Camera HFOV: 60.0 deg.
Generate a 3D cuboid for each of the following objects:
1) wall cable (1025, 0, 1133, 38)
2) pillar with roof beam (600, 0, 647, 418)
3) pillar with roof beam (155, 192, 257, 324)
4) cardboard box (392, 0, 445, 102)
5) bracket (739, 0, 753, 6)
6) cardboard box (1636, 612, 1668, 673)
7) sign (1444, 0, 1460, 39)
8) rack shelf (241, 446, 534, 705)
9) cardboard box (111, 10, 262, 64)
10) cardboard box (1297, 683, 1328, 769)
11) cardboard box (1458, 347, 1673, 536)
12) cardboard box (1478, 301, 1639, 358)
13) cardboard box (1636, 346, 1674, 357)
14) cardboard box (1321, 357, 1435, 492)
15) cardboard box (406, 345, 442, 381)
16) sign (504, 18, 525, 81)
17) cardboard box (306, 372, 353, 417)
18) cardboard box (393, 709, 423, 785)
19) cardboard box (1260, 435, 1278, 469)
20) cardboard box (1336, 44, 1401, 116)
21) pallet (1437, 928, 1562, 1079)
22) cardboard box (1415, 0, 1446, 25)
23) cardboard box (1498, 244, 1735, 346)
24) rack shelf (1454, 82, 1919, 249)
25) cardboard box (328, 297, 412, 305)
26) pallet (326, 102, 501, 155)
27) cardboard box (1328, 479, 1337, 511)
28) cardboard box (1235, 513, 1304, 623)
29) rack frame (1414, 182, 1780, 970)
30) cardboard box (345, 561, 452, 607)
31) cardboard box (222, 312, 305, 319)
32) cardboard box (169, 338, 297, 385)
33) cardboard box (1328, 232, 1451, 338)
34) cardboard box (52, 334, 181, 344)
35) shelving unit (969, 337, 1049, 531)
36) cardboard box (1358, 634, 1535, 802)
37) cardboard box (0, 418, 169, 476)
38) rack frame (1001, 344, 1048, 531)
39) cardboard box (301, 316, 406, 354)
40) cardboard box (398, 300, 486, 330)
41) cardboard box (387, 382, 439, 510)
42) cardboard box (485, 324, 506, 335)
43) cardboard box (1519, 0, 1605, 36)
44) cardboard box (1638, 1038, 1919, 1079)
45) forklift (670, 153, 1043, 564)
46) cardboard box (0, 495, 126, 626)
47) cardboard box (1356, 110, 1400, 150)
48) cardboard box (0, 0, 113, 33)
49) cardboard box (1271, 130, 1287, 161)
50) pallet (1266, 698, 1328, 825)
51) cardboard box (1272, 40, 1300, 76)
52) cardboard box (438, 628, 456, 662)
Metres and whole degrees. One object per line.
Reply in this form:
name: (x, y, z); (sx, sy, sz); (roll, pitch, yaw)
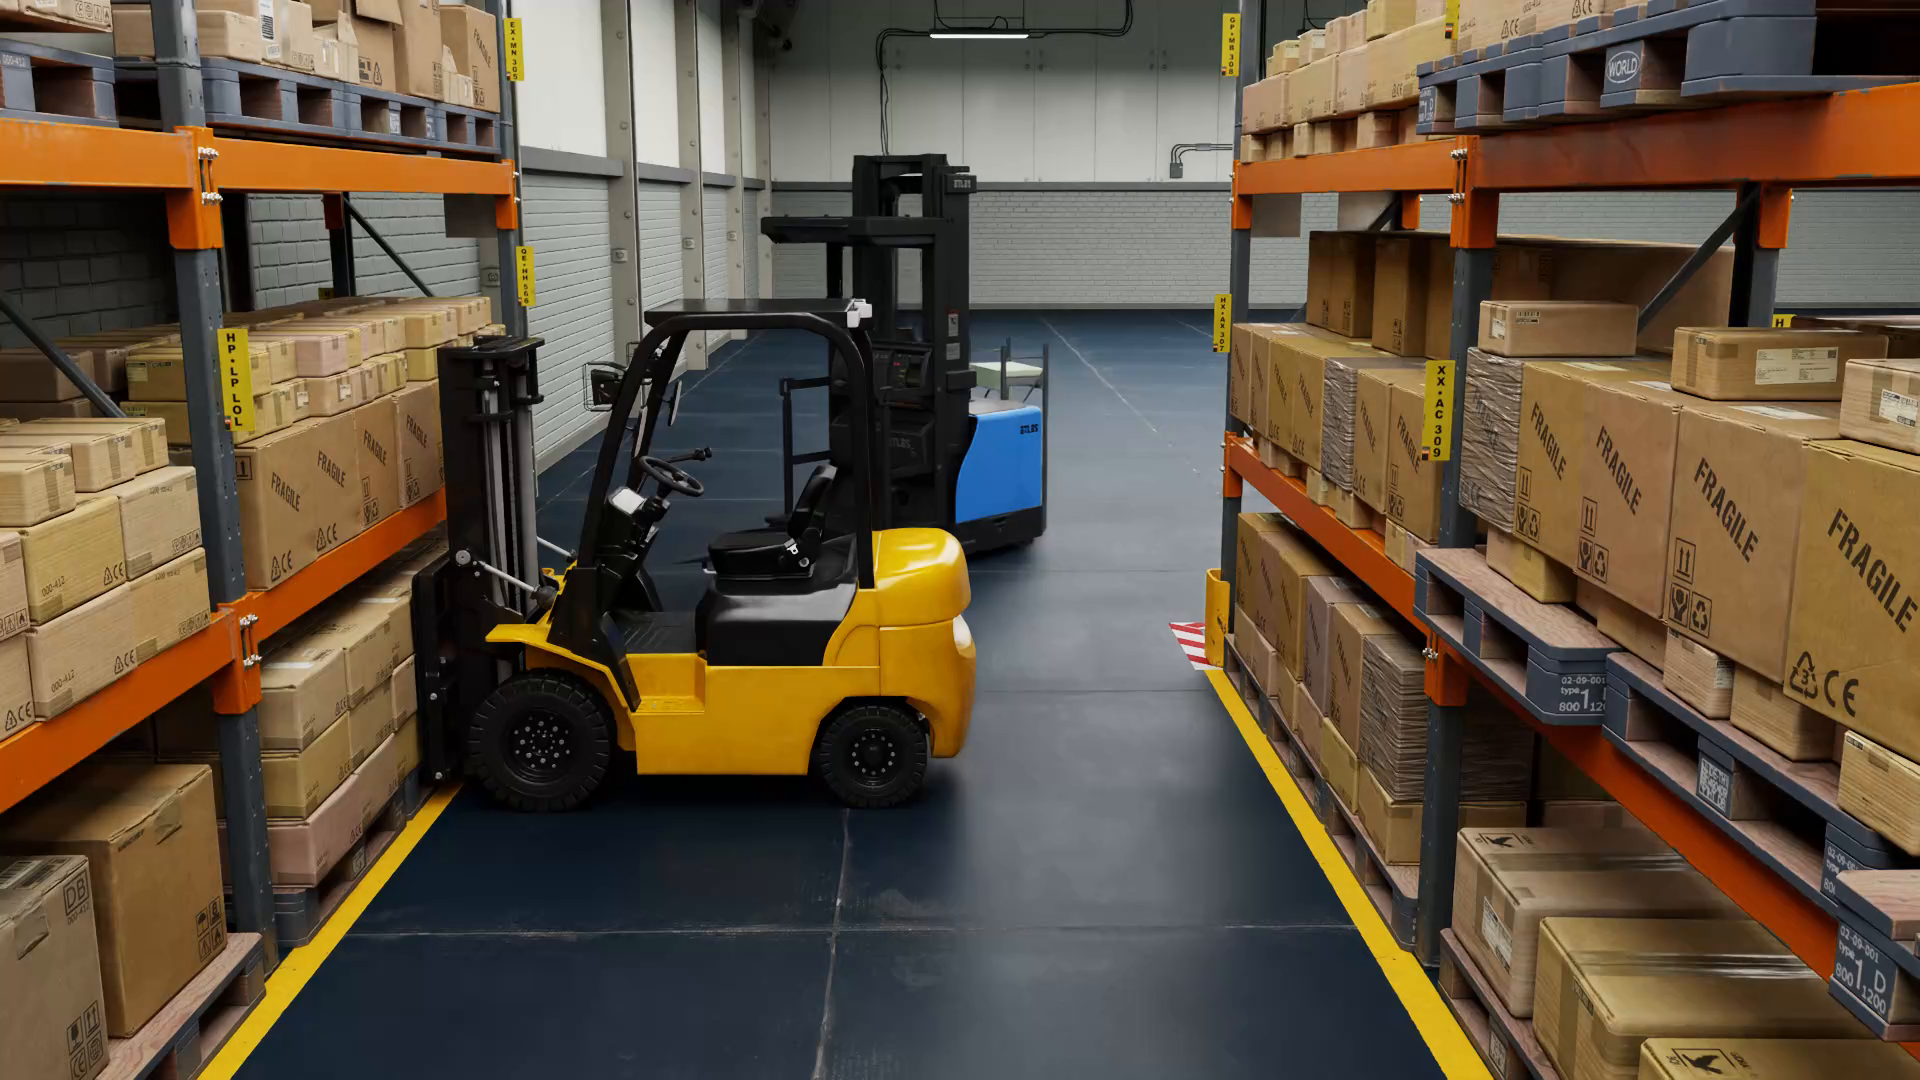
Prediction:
wall cable: (2.609, -13.332, 39.812); (3.097, 2.526, 0.112); (0, 11, -1)
pillar with roof beam: (0.225, -5.975, 19.877); (9.100, 9.000, 0.400); (0, 11, -1)
pillar with roof beam: (0.473, -3.589, 8.119); (9.100, 9.000, 0.400); (0, 11, -1)
cardboard box: (-2.770, -2.257, 7.534); (0.700, 0.500, 0.500); (0, 11, -1)
bracket: (-3.963, -10.026, 30.790); (0.235, 0.232, 0.430); (0, 11, -1)
cardboard box: (1.842, 0.235, 3.933); (0.380, 0.149, 0.250); (0, 11, -1)
sign: (1.559, -1.719, 5.145); (0.100, 0.325, 0.005); (0, 11, -1)
rack shelf: (-2.903, -0.024, 7.441); (1.077, 0.370, 4.000); (0, 11, -1)
cardboard box: (-2.567, -1.671, 5.530); (0.380, 0.149, 0.250); (0, 11, 0)
cardboard box: (1.793, 0.819, 7.339); (0.500, 0.250, 0.500); (0, 11, 0)
cardboard box: (1.824, -0.306, 4.967); (0.500, 0.500, 0.500); (0, 11, 0)
cardboard box: (1.757, -0.623, 4.900); (0.380, 0.149, 0.250); (0, 11, -1)
cardboard box: (2.340, -0.309, 4.984); (0.500, 0.500, 0.500); (0, 11, -2)
cardboard box: (1.810, -0.487, 6.917); (0.500, 0.500, 0.500); (0, 11, 0)
cardboard box: (-2.606, -0.818, 7.664); (0.380, 0.149, 0.250); (0, 11, -1)
sign: (-2.402, -2.638, 8.948); (0.100, 0.325, 0.005); (0, 11, -1)
cardboard box: (-2.576, -0.562, 6.404); (0.380, 0.149, 0.250); (0, 11, 0)
cardboard box: (-2.593, 0.863, 7.122); (0.500, 0.250, 0.500); (0, 11, 0)
cardboard box: (1.721, -0.450, 8.363); (0.380, 0.149, 0.250); (0, 11, 0)
cardboard box: (1.815, -1.831, 6.623); (0.500, 0.250, 0.500); (0, 11, -2)
pallet: (2.118, 1.522, 5.028); (1.003, 0.211, 1.213); (0, 11, -1)
cardboard box: (1.794, -1.851, 5.720); (0.380, 0.149, 0.250); (-1, 11, -3)
cardboard box: (2.309, -0.773, 5.810); (0.700, 0.500, 0.500); (0, 11, -2)
rack shelf: (2.142, -0.720, 3.327); (1.077, 0.370, 4.000); (0, 11, -1)
cardboard box: (-3.151, -1.219, 8.891); (0.380, 0.149, 0.250); (0, 11, -2)
pallet: (-2.956, -2.060, 8.346); (1.003, 0.211, 1.213); (0, 11, -1)
cardboard box: (1.790, -0.192, 7.094); (0.380, 0.149, 0.250); (0, 11, -2)
cardboard box: (1.759, 0.146, 8.771); (0.500, 0.500, 0.500); (-1, 11, -3)
rack frame: (2.101, 0.000, 5.514); (1.000, 3.000, 0.127); (0, 11, -1)
cardboard box: (-2.583, 0.271, 7.525); (0.500, 0.250, 0.500); (0, 11, -2)
cardboard box: (-3.232, -0.960, 7.616); (0.380, 0.149, 0.250); (-1, 11, -3)
cardboard box: (-2.682, -0.658, 6.128); (0.380, 0.149, 0.250); (0, 11, -2)
cardboard box: (2.250, -1.278, 8.302); (0.700, 0.500, 0.500); (0, 11, -1)
cardboard box: (-3.221, -0.706, 6.362); (0.380, 0.149, 0.250); (0, 11, -2)
shelving unit: (0.372, -0.867, 13.560); (0.431, 1.500, 0.755); (-5, 12, -22)
cardboard box: (1.820, 0.658, 6.245); (0.500, 0.500, 0.500); (0, 11, -2)
cardboard box: (-2.633, -0.279, 5.005); (0.380, 0.149, 0.250); (0, 11, 1)
rack frame: (0.510, -0.800, 13.228); (0.400, 1.500, 0.023); (-5, 12, -22)
cardboard box: (-2.689, -0.911, 7.375); (0.380, 0.149, 0.250); (0, 11, 0)
cardboard box: (-2.690, -1.167, 8.637); (0.380, 0.149, 0.250); (0, 11, -1)
cardboard box: (-2.638, -0.421, 7.339); (0.500, 0.500, 0.500); (0, 11, -1)
cardboard box: (-2.657, -1.073, 8.920); (0.380, 0.149, 0.250); (0, 11, 0)
cardboard box: (1.724, -1.383, 4.111); (0.500, 0.250, 0.500); (0, 11, -2)
cardboard box: (2.149, 1.468, 3.834); (0.950, 0.372, 0.625); (0, 11, 1)
forklift: (-0.708, -1.252, 11.860); (1.130, 2.935, 3.031); (10, 15, 40)
cardboard box: (-2.578, 0.049, 4.395); (0.500, 0.250, 0.500); (-1, 11, -3)
cardboard box: (1.782, -1.613, 6.552); (0.380, 0.149, 0.250); (0, 11, 0)
cardboard box: (-2.603, -1.517, 4.364); (0.500, 0.311, 0.500); (-1, 11, -3)
cardboard box: (1.767, -1.970, 8.312); (0.380, 0.149, 0.250); (0, 11, 0)
pallet: (2.024, 0.990, 7.646); (1.003, 0.211, 1.213); (0, 11, -1)
cardboard box: (1.717, -2.311, 7.988); (0.380, 0.149, 0.250); (0, 11, -1)
cardboard box: (-2.584, 0.520, 7.553); (0.500, 0.250, 0.500); (0, 11, -1)
